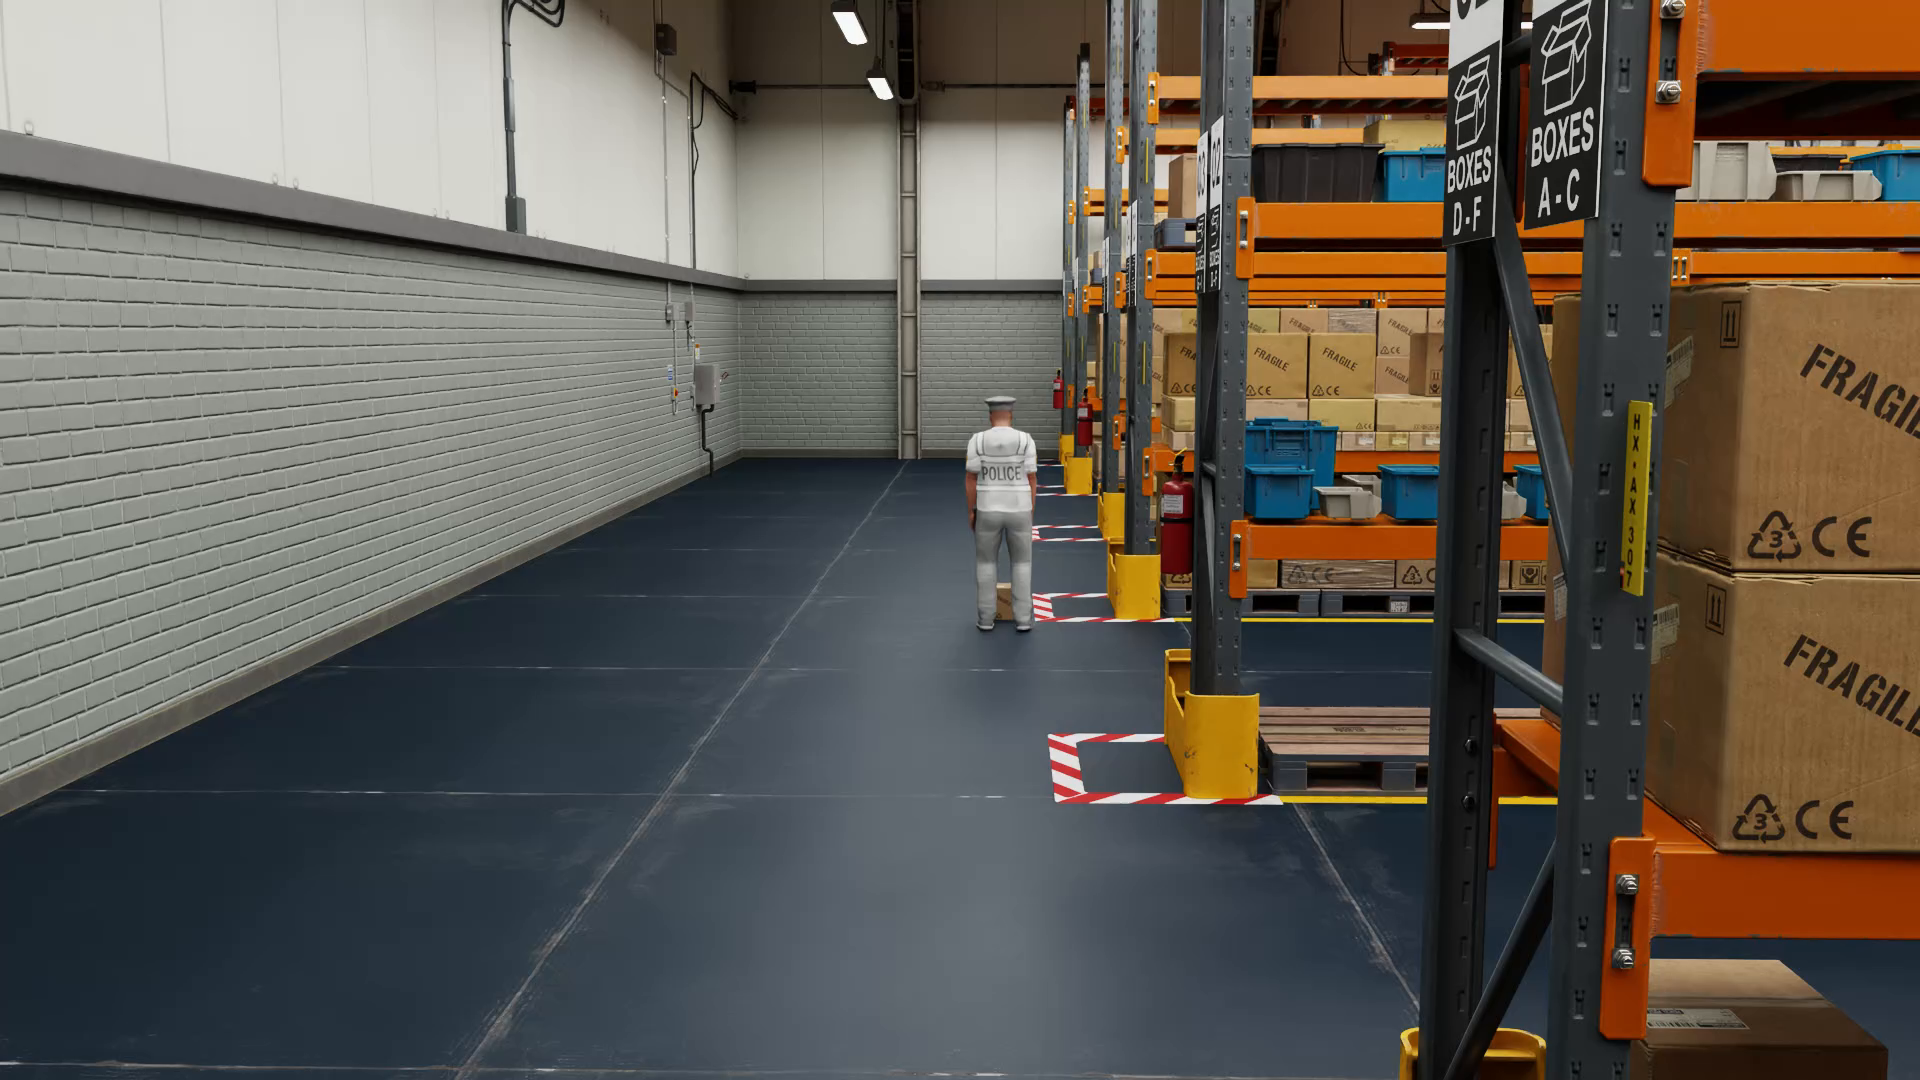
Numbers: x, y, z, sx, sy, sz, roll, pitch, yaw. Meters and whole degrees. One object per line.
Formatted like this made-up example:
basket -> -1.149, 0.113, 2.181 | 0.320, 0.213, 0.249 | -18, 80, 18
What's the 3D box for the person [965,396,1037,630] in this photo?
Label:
person -> 0.305, -0.194, 12.366 | 0.530, 1.743, 0.391 | 0, 7, 2
